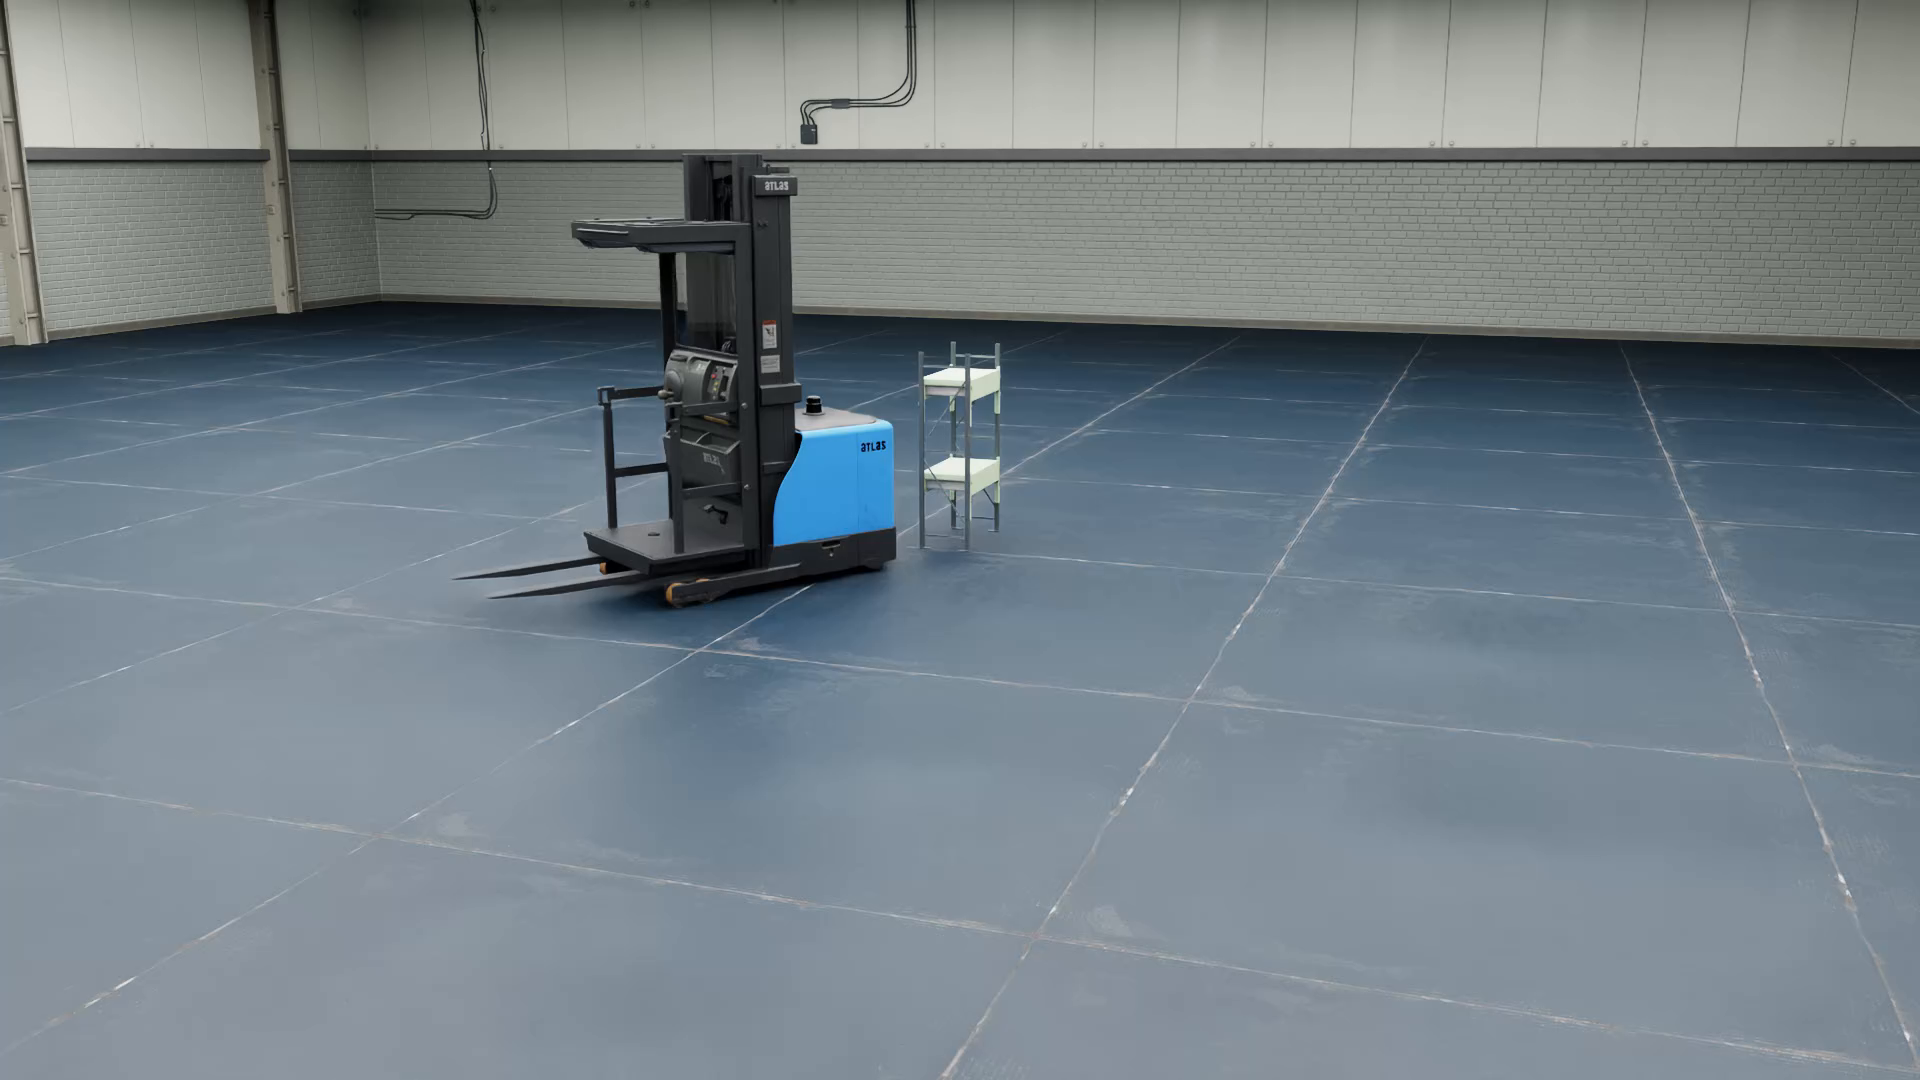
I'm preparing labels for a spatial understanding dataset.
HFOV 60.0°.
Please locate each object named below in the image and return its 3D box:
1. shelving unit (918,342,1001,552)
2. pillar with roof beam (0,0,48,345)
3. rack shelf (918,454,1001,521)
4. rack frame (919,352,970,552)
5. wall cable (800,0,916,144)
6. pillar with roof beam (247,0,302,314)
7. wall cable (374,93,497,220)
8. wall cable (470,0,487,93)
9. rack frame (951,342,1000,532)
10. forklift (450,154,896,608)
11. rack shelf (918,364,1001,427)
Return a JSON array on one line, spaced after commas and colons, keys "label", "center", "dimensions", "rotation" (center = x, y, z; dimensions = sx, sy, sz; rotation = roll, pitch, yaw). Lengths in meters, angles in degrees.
[{"label": "shelving unit", "center": [0.002, -0.733, 12.827], "dimensions": [0.431, 1.500, 0.755], "rotation": [4, 14, 18]}, {"label": "pillar with roof beam", "center": [-10.954, -7.254, 24.546], "dimensions": [9.100, 9.000, 0.400], "rotation": [4, 14, 18]}, {"label": "rack shelf", "center": [0.002, -0.415, 12.900], "dimensions": [0.431, 0.370, 0.720], "rotation": [4, 14, 18]}, {"label": "rack frame", "center": [-0.116, -0.656, 12.490], "dimensions": [0.400, 1.500, 0.023], "rotation": [4, 14, 18]}, {"label": "wall cable", "center": [-1.904, -10.323, 30.351], "dimensions": [2.305, 6.003, 0.169], "rotation": [4, 14, 18]}, {"label": "pillar with roof beam", "center": [-9.013, -8.517, 30.081], "dimensions": [9.100, 9.000, 0.400], "rotation": [4, 14, 18]}, {"label": "wall cable", "center": [-10.882, -7.838, 34.085], "dimensions": [3.097, 2.526, 0.112], "rotation": [4, 14, 18]}, {"label": "wall cable", "center": [-8.322, -10.106, 32.669], "dimensions": [3.097, 2.526, 0.112], "rotation": [4, 14, 18]}, {"label": "rack frame", "center": [0.121, -0.810, 13.165], "dimensions": [0.400, 1.500, 0.023], "rotation": [4, 14, 18]}, {"label": "forklift", "center": [-1.942, -1.113, 11.278], "dimensions": [3.031, 2.935, 1.130], "rotation": [-10, 16, -36]}, {"label": "rack shelf", "center": [0.002, -1.113, 12.740], "dimensions": [0.431, 0.370, 0.720], "rotation": [4, 14, 18]}]
